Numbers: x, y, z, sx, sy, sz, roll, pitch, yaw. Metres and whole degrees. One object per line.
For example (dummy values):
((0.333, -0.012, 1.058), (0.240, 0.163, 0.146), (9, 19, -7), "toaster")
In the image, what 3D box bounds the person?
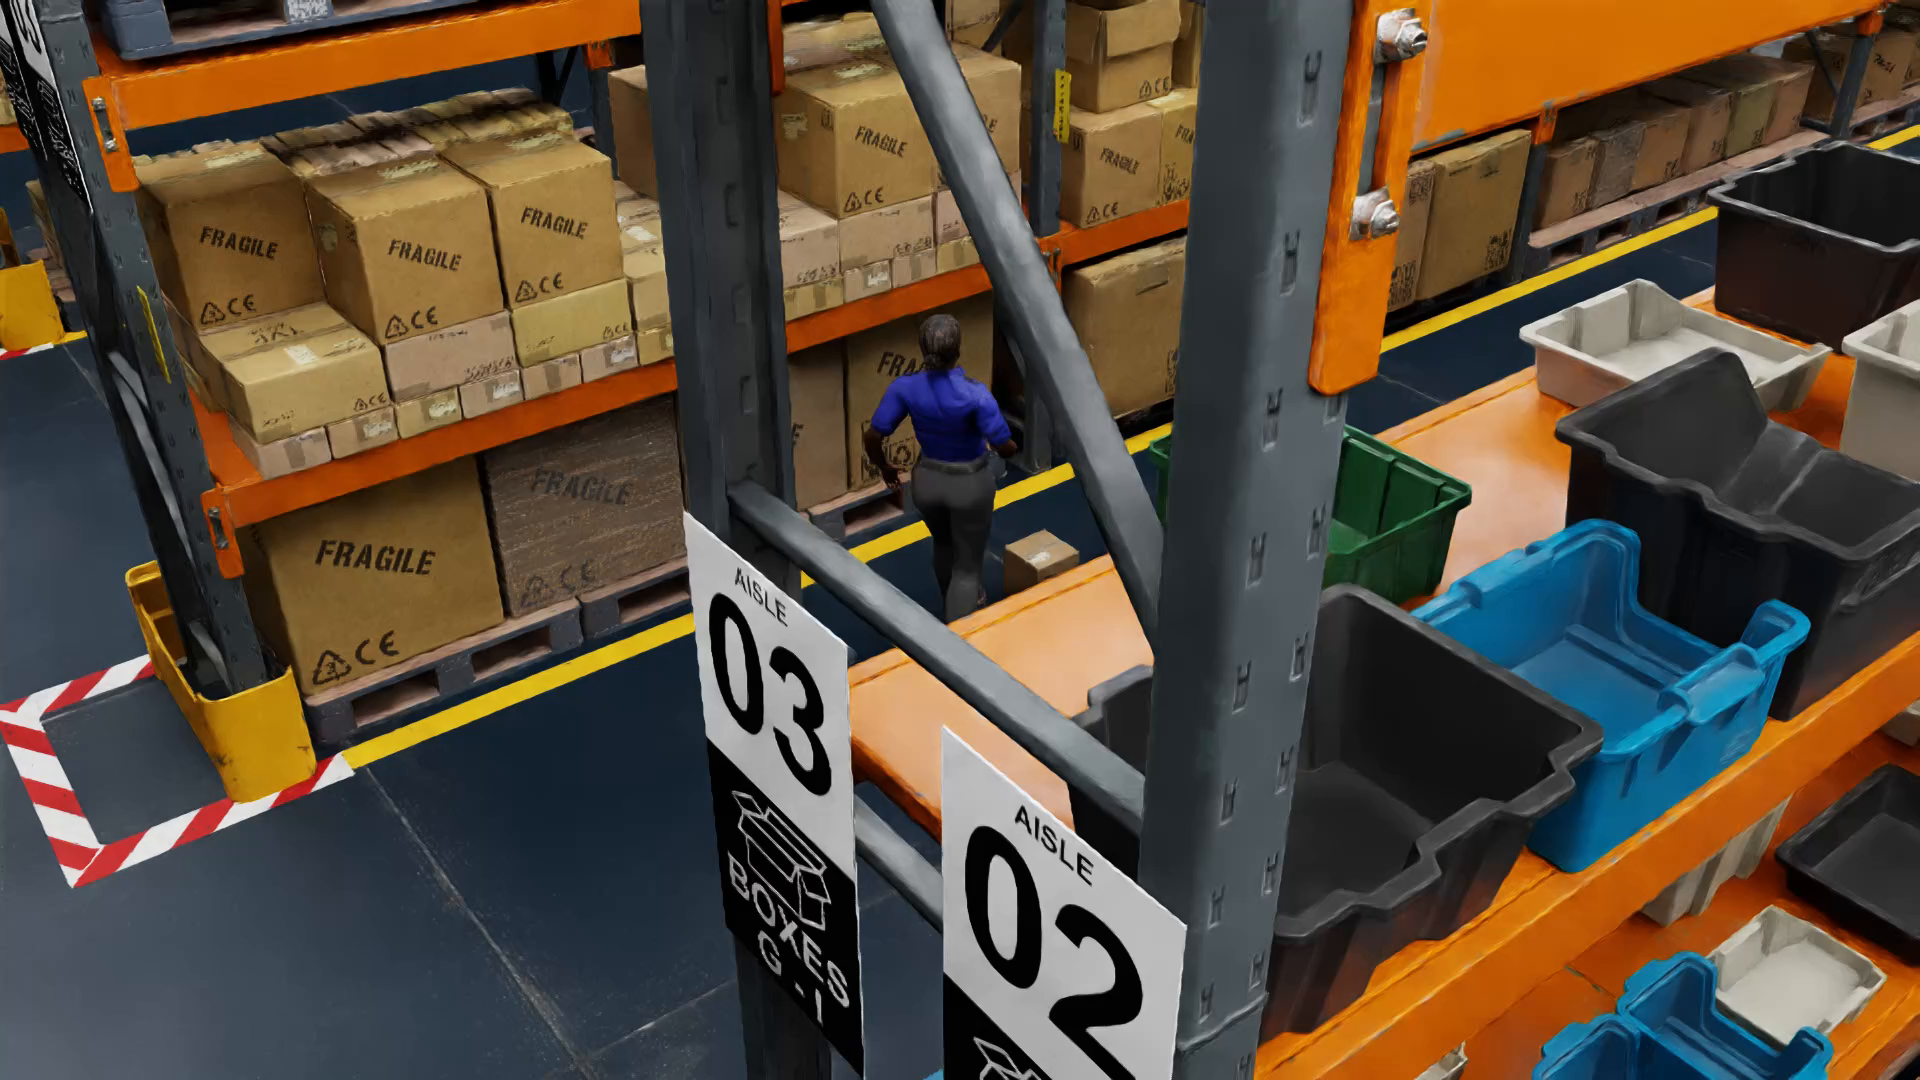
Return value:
((-0.013, -0.262, 7.058), (0.613, 1.647, 0.743), (11, 34, 17), "person")
